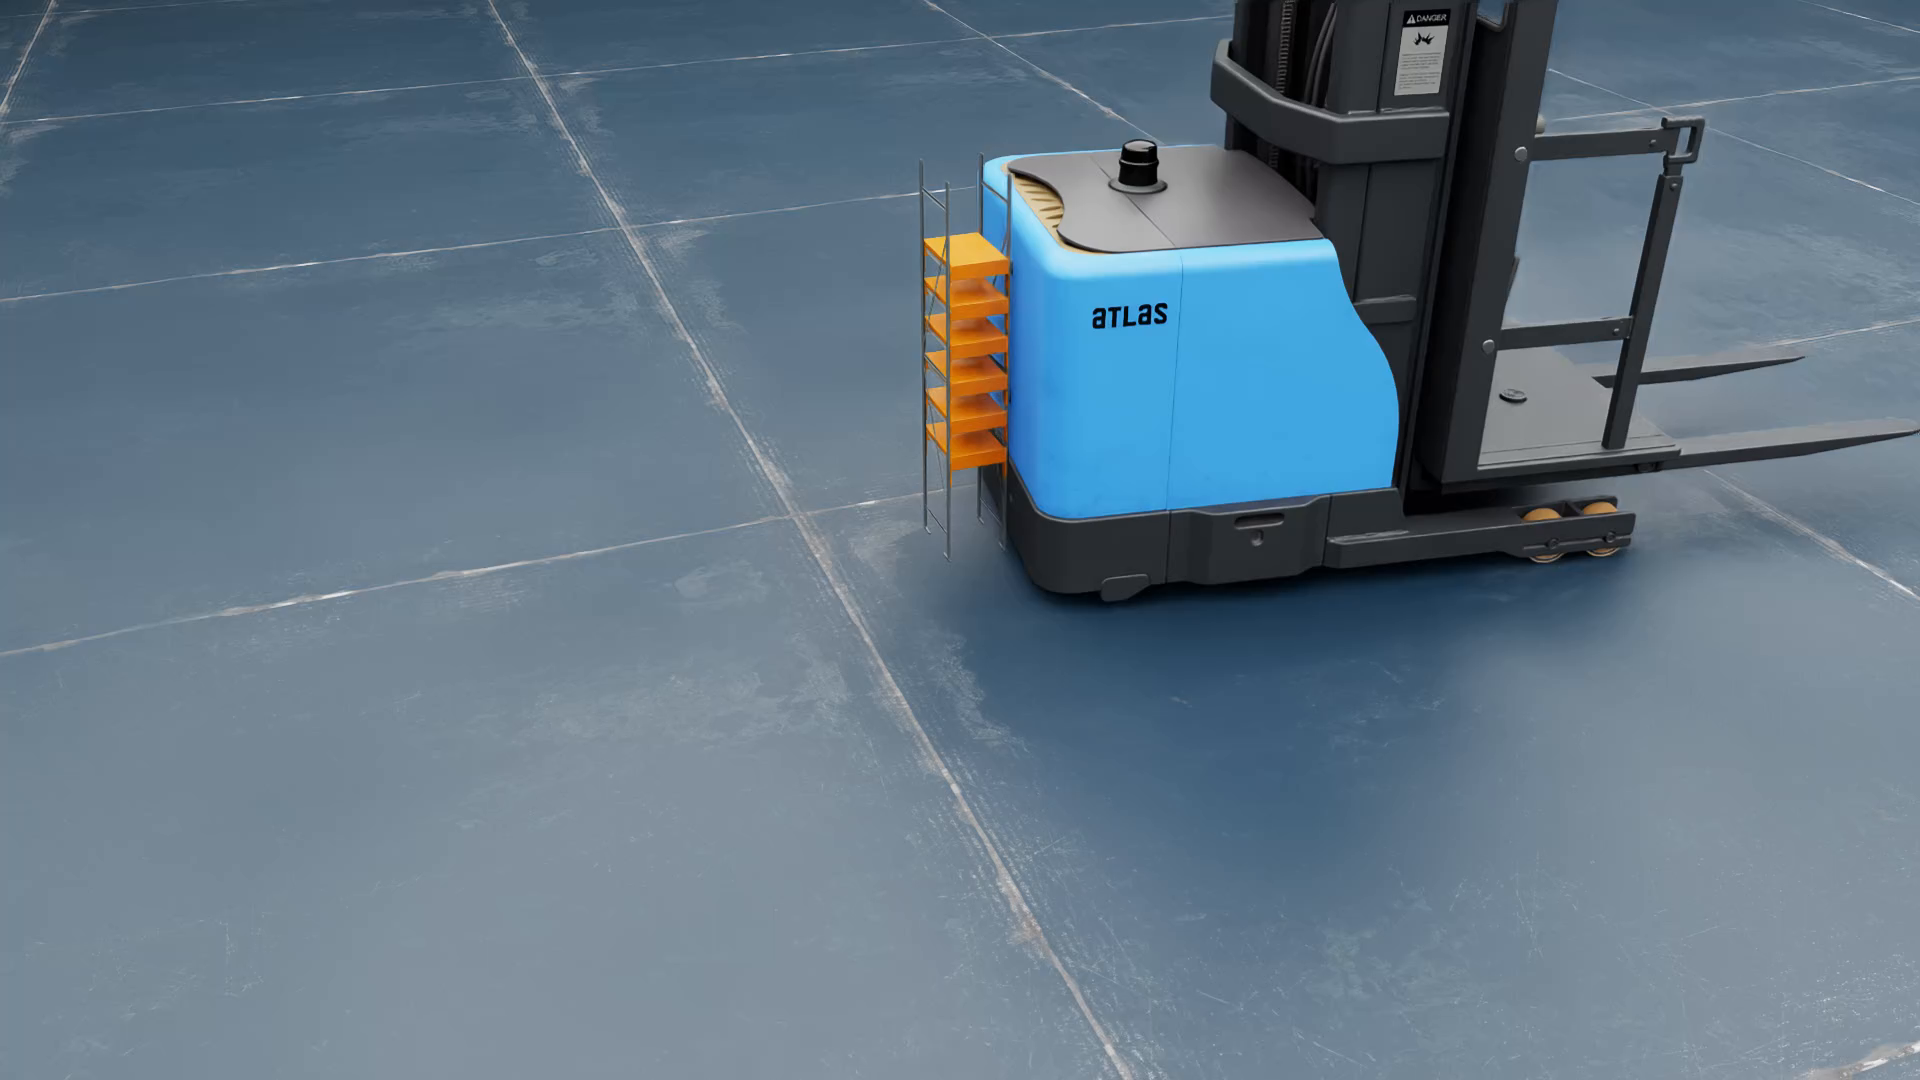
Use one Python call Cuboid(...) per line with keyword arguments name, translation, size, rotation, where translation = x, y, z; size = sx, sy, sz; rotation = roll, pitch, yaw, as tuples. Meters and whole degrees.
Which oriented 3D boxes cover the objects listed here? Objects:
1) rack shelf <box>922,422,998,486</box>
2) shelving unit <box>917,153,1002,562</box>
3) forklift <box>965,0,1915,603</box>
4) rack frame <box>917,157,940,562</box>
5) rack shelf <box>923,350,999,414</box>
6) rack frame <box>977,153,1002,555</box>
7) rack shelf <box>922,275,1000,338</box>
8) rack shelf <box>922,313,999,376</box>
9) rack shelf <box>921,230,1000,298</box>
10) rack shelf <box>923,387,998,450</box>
Cuboid(name="rack shelf", translation=(-0.003, -0.276, 5.097), size=(0.180, 0.103, 0.258), rotation=(-7, 30, -12))
Cuboid(name="shelving unit", translation=(-0.003, -0.523, 4.956), size=(0.189, 1.200, 0.258), rotation=(-7, 30, -12))
Cuboid(name="forklift", translation=(1.575, -1.449, 4.832), size=(3.031, 2.935, 1.130), rotation=(-6, 30, -10))
Cuboid(name="rack frame", translation=(-0.092, -0.513, 4.938), size=(0.006, 1.200, 0.240), rotation=(-7, 30, -12))
Cuboid(name="rack shelf", translation=(-0.003, -0.485, 4.978), size=(0.180, 0.103, 0.258), rotation=(-7, 30, -12))
Cuboid(name="rack frame", translation=(0.086, -0.534, 4.975), size=(0.006, 1.200, 0.240), rotation=(-7, 30, -12))
Cuboid(name="rack shelf", translation=(-0.003, -0.693, 4.860), size=(0.180, 0.103, 0.258), rotation=(-7, 30, -12))
Cuboid(name="rack shelf", translation=(-0.003, -0.589, 4.919), size=(0.180, 0.103, 0.258), rotation=(-7, 30, -12))
Cuboid(name="rack shelf", translation=(-0.003, -0.797, 4.800), size=(0.180, 0.103, 0.258), rotation=(-7, 30, -12))
Cuboid(name="rack shelf", translation=(-0.003, -0.380, 5.038), size=(0.180, 0.103, 0.258), rotation=(-7, 30, -12))
